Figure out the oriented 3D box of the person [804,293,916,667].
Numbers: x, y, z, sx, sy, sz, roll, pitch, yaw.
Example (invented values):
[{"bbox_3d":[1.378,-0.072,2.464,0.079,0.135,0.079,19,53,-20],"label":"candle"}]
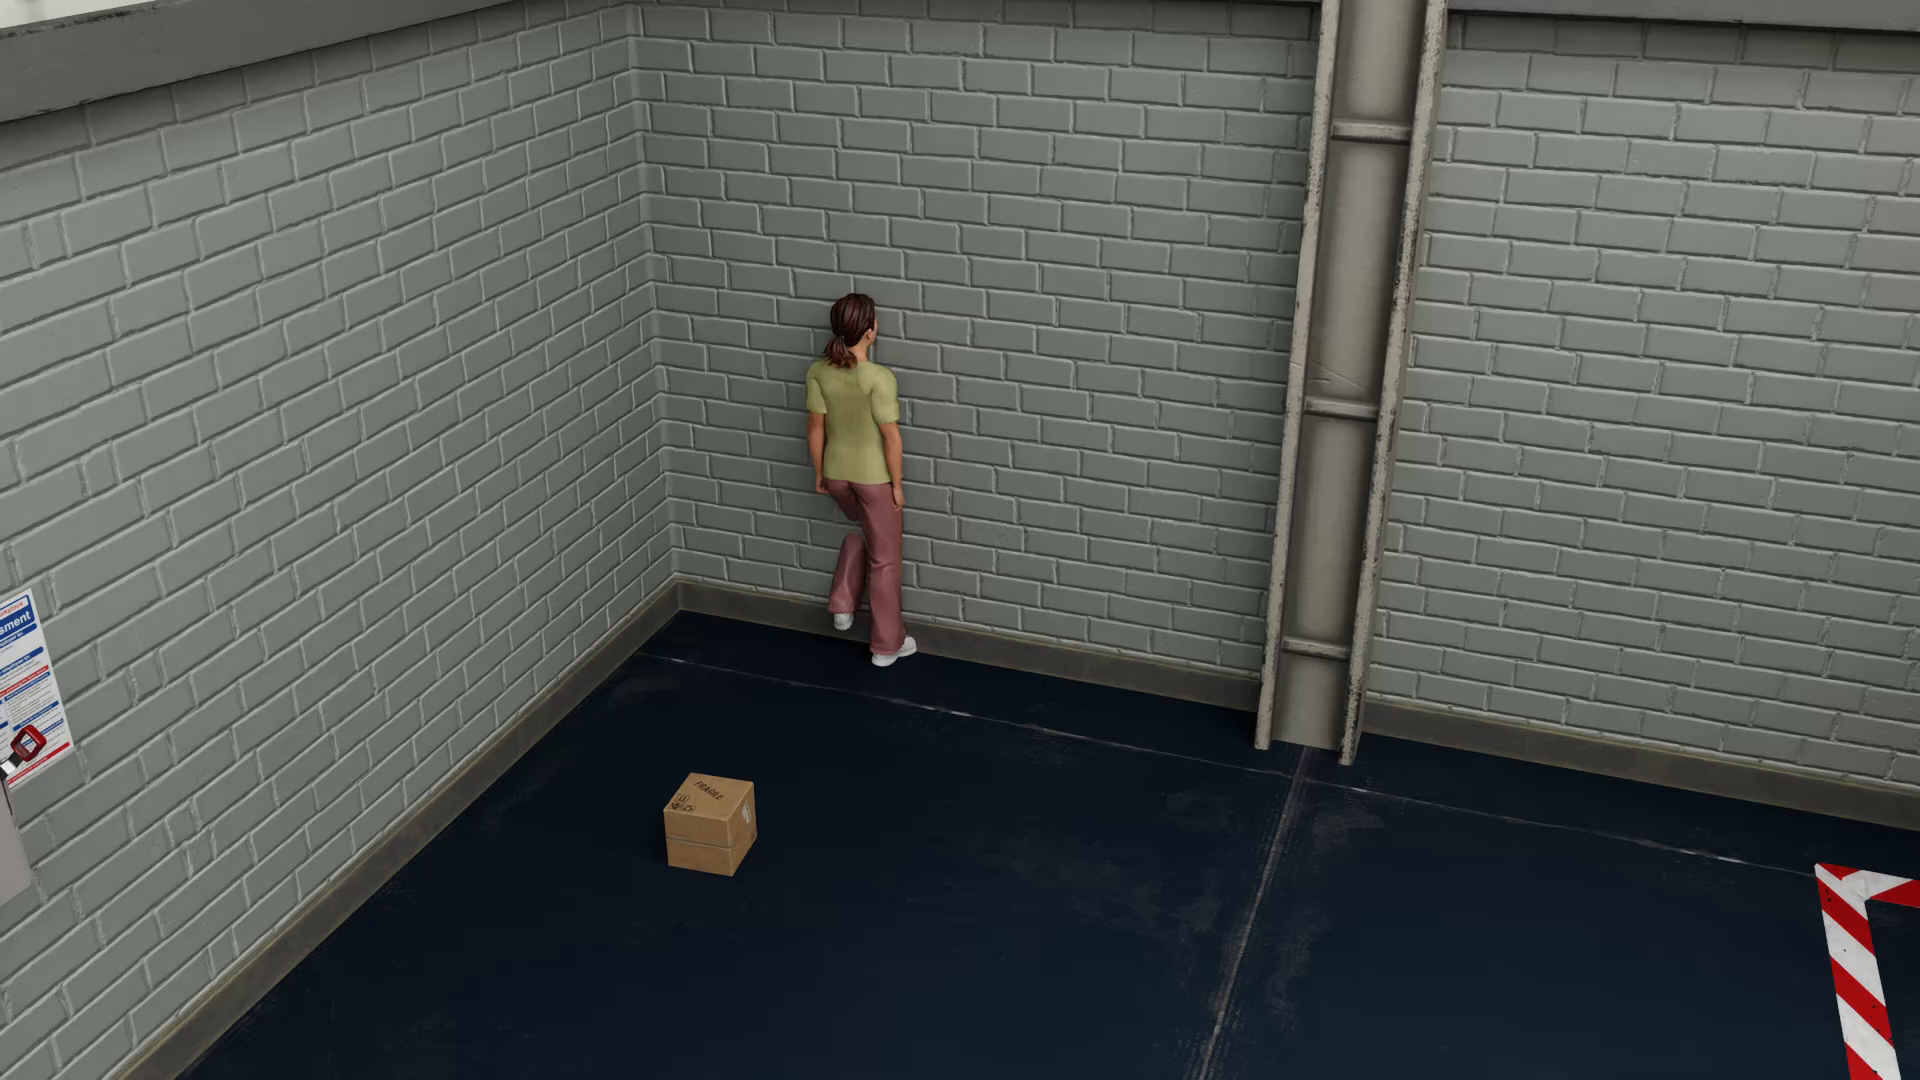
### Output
[{"bbox_3d":[-0.401,-0.271,7.173,0.431,1.673,0.470,11,28,22],"label":"person"}]
